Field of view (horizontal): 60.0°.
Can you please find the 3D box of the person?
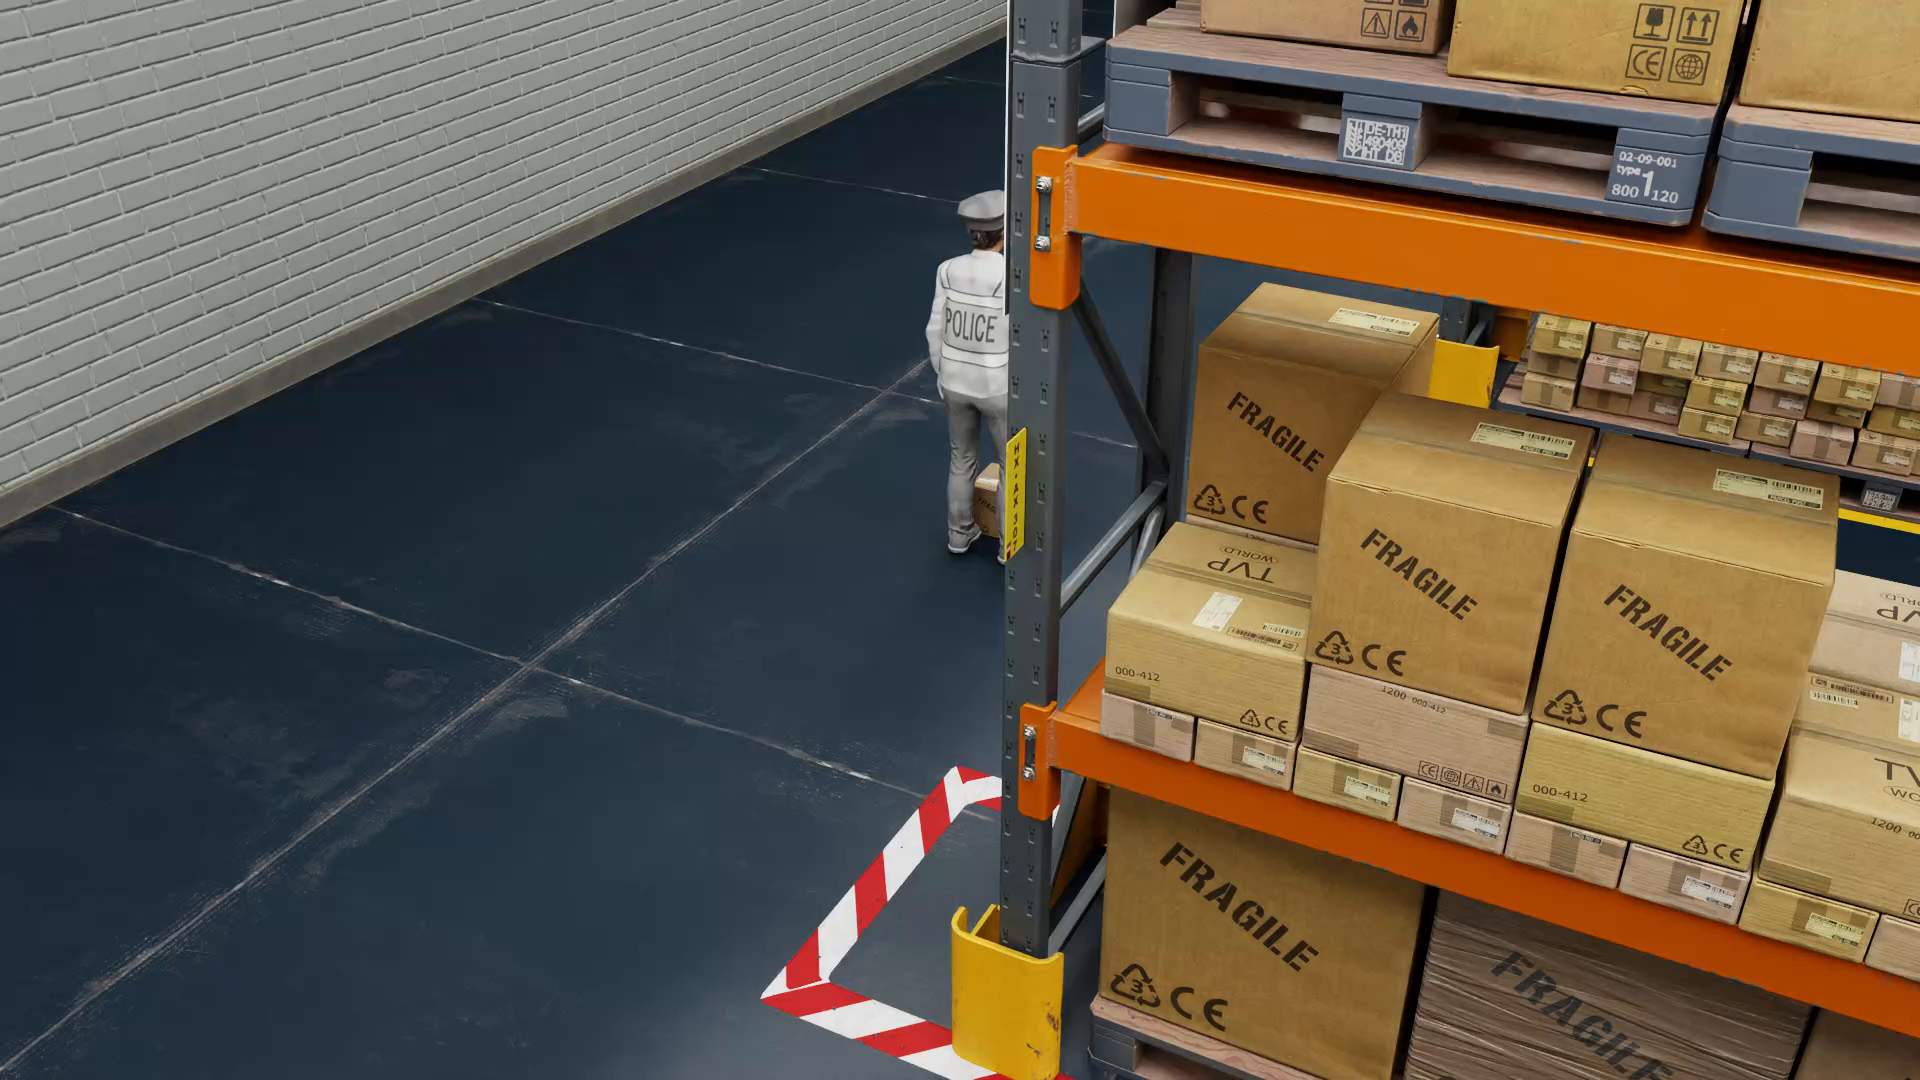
[{"bbox_3d":[0.110,-0.678,7.290,0.529,1.664,0.371,15,33,24],"label":"person"}]
